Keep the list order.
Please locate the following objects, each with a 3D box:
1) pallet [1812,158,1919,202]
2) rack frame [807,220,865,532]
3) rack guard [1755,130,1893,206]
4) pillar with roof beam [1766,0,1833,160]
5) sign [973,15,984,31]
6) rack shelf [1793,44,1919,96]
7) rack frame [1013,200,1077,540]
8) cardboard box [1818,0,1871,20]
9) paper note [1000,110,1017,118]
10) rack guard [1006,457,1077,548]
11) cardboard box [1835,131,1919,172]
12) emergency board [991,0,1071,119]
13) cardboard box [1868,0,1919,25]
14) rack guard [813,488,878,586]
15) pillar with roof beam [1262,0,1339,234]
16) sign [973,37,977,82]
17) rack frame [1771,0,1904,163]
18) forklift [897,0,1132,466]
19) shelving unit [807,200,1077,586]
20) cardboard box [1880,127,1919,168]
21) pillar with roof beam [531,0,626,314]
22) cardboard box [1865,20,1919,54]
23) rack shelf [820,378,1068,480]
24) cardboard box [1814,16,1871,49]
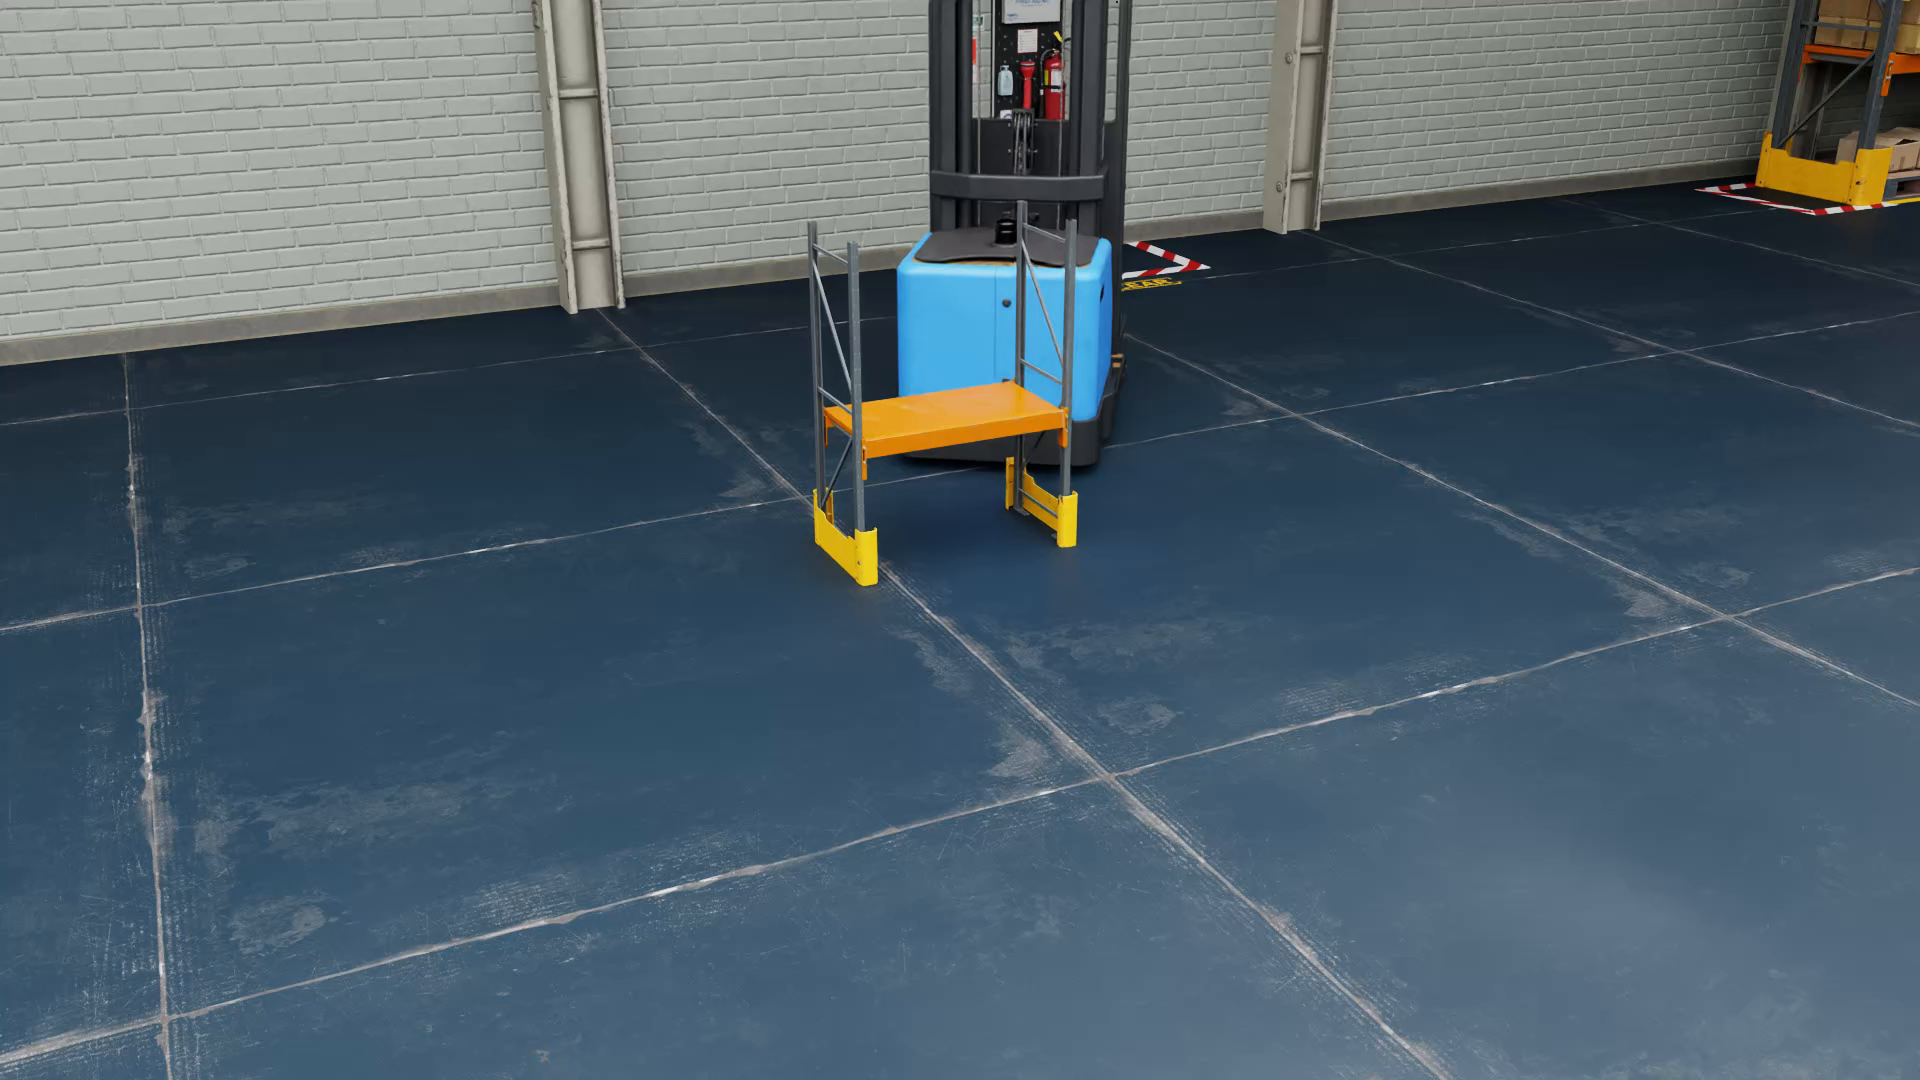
[{"bbox_3d":[8.777,-3.465,15.846,1.213,0.211,1.003,-10,25,-24],"label":"pallet"},{"bbox_3d":[-0.535,-0.595,7.225,0.032,1.500,0.500,-10,25,-24],"label":"rack frame"},{"bbox_3d":[8.029,-3.476,15.494,0.348,0.500,1.175,-10,25,-24],"label":"rack guard"},{"bbox_3d":[10.084,-6.321,11.255,0.400,9.000,9.100,-10,25,-24],"label":"pillar with roof beam"},{"bbox_3d":[0.032,-3.844,12.374,0.331,0.109,0.001,-10,25,-24],"label":"sign"},{"bbox_3d":[9.763,-4.618,15.925,4.000,0.370,1.077,-10,25,-24],"label":"rack shelf"},{"bbox_3d":[0.381,-0.763,7.633,0.032,1.500,0.500,-10,25,-24],"label":"rack frame"},{"bbox_3d":[8.293,-5.057,15.233,0.500,0.500,0.500,-11,25,-24],"label":"cardboard box"},{"bbox_3d":[0.377,-3.228,12.779,0.142,0.148,0.016,-10,25,-24],"label":"paper note"},{"bbox_3d":[0.380,-0.185,7.871,0.087,0.250,0.587,-10,25,-24],"label":"rack guard"},{"bbox_3d":[8.623,-3.663,15.618,0.500,0.311,0.500,-14,26,-30],"label":"cardboard box"},{"bbox_3d":[0.567,-3.641,12.624,0.643,1.169,0.194,-10,25,-24],"label":"emergency board"},{"bbox_3d":[8.521,-4.881,14.808,0.500,0.500,0.500,-10,25,-24],"label":"cardboard box"},{"bbox_3d":[-0.517,-0.020,7.472,0.087,0.250,0.587,-10,25,-24],"label":"rack guard"},{"bbox_3d":[4.677,-5.326,8.851,0.400,9.000,9.100,-10,25,-24],"label":"pillar with roof beam"},{"bbox_3d":[0.024,-3.601,12.481,0.234,0.329,0.001,-10,25,-24],"label":"sign"},{"bbox_3d":[7.961,-4.619,14.986,0.127,3.000,1.000,-10,25,-24],"label":"rack frame"},{"bbox_3d":[0.413,-2.261,9.379,1.130,2.935,3.031,4,23,8],"label":"forklift"},{"bbox_3d":[-0.069,-0.680,7.433,1.083,1.500,0.587,-10,25,-24],"label":"shelving unit"},{"bbox_3d":[9.137,-3.758,15.847,0.500,0.311,0.500,-8,24,-19],"label":"cardboard box"},{"bbox_3d":[-0.729,-4.331,6.446,0.400,9.000,9.100,-10,25,-24],"label":"pillar with roof beam"},{"bbox_3d":[8.538,-4.530,14.942,0.500,0.250,0.500,-11,25,-25],"label":"cardboard box"},{"bbox_3d":[-0.077,-0.513,7.498,1.000,0.185,0.538,-10,25,-24],"label":"rack shelf"},{"bbox_3d":[8.298,-4.703,15.359,0.500,0.250,0.500,-10,25,-23],"label":"cardboard box"}]
